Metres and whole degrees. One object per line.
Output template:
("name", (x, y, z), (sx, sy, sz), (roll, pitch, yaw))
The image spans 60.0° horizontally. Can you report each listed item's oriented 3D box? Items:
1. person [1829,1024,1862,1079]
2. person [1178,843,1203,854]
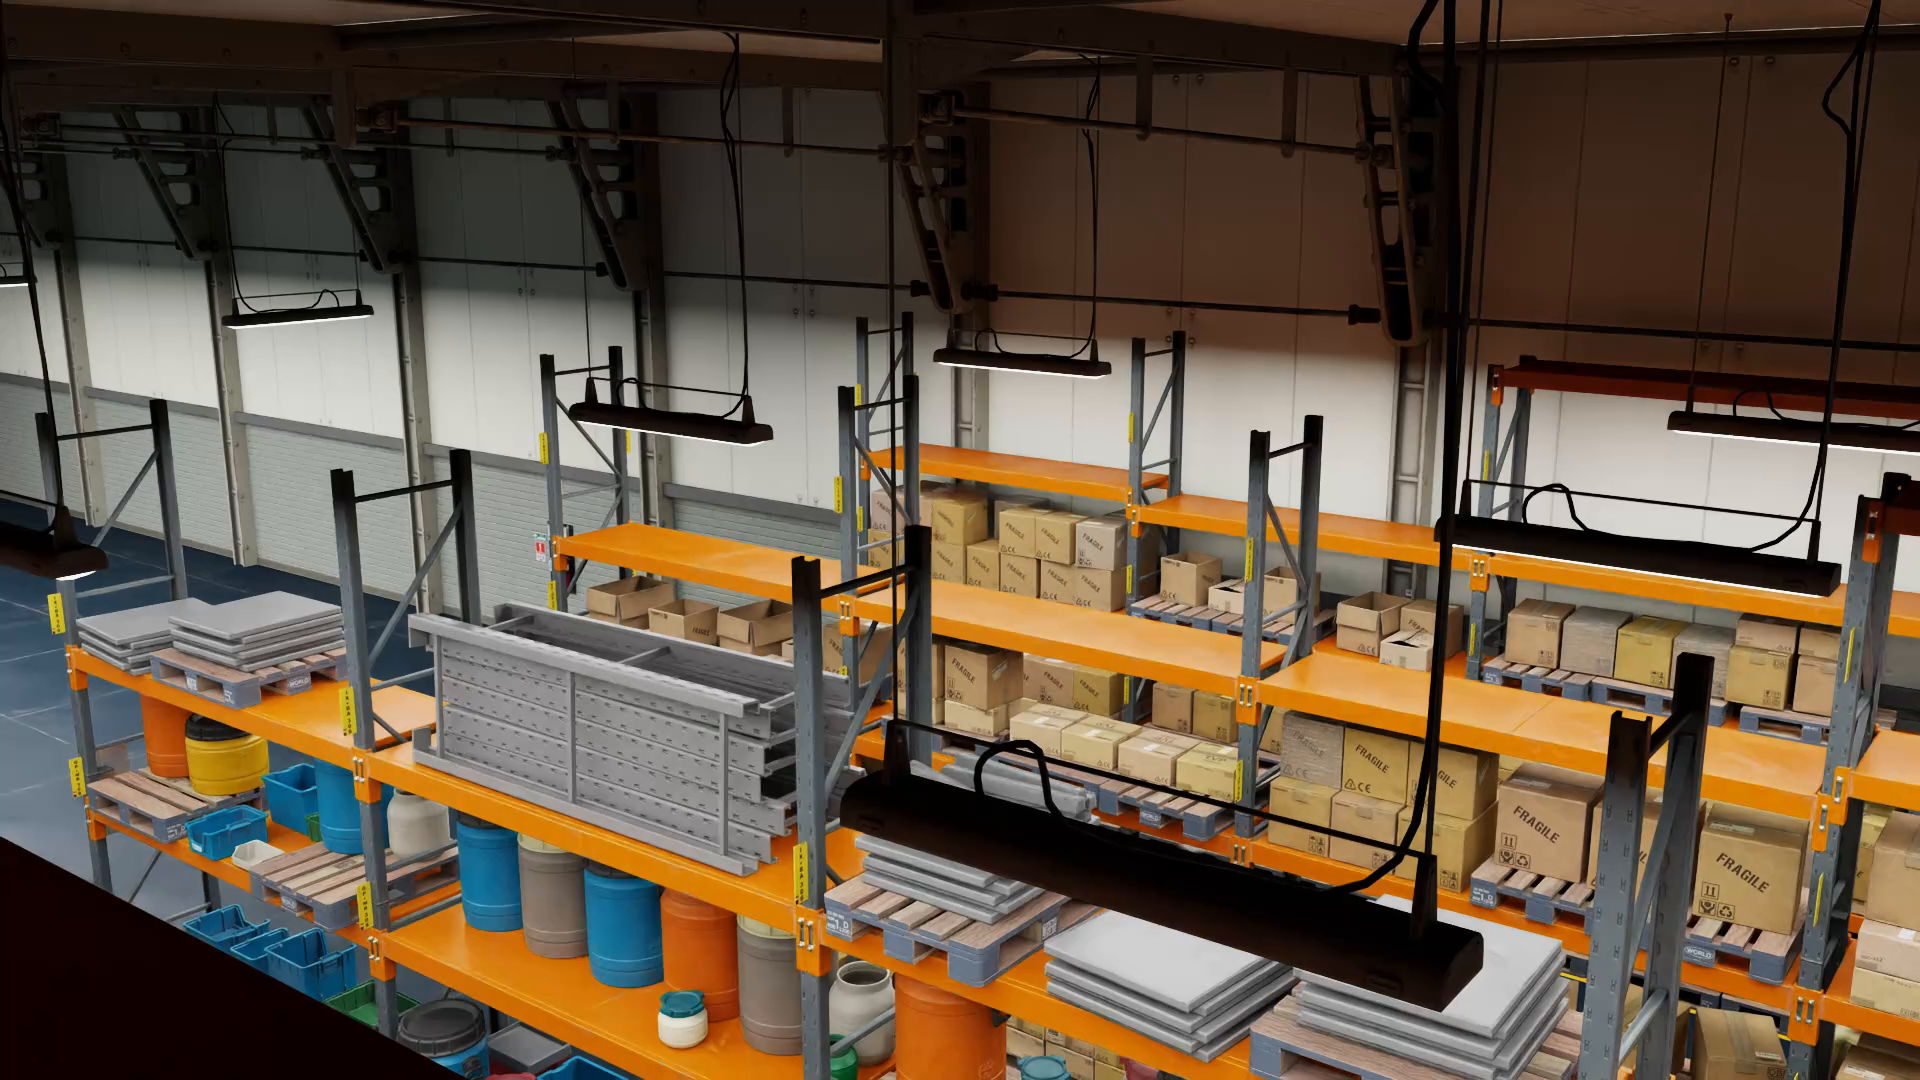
("person", (6.909, 4.289, 13.075), (0.486, 1.671, 0.517), (-4, 14, -16))
("person", (2.277, 3.648, 15.819), (0.703, 1.692, 0.729), (-12, 18, -42))
